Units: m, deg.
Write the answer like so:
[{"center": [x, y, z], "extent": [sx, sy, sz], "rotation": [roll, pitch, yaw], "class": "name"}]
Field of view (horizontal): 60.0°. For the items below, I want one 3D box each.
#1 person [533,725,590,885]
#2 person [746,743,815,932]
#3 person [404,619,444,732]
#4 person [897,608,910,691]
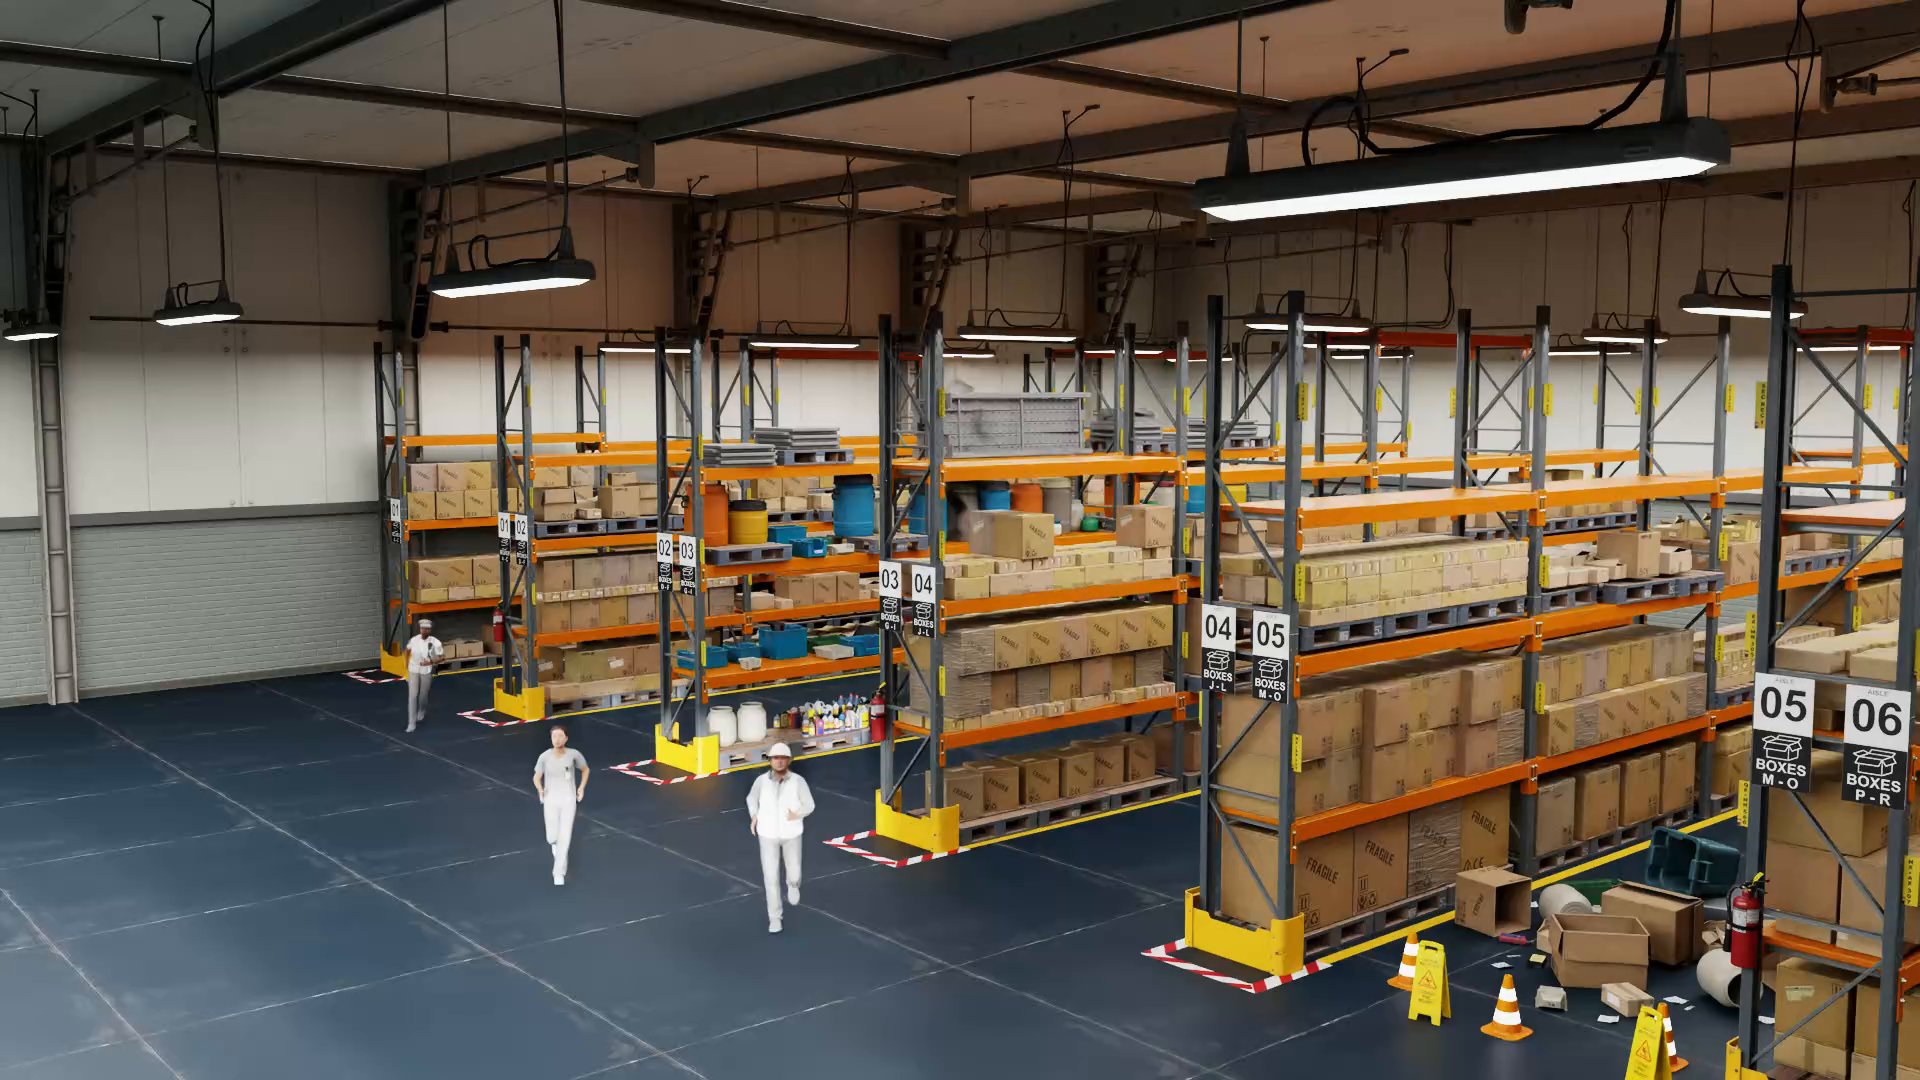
[{"center": [-4.207, 2.766, 17.575], "extent": [0.581, 1.623, 0.806], "rotation": [-1, 5, -10], "class": "person"}, {"center": [-1.739, 2.832, 16.076], "extent": [0.670, 1.745, 0.868], "rotation": [0, 5, -2], "class": "person"}, {"center": [-8.189, 2.039, 25.433], "extent": [0.615, 1.697, 0.836], "rotation": [-1, 5, -7], "class": "person"}, {"center": [-1.038, 1.785, 27.575], "extent": [0.969, 1.780, 0.710], "rotation": [-5, 7, -43], "class": "person"}]
